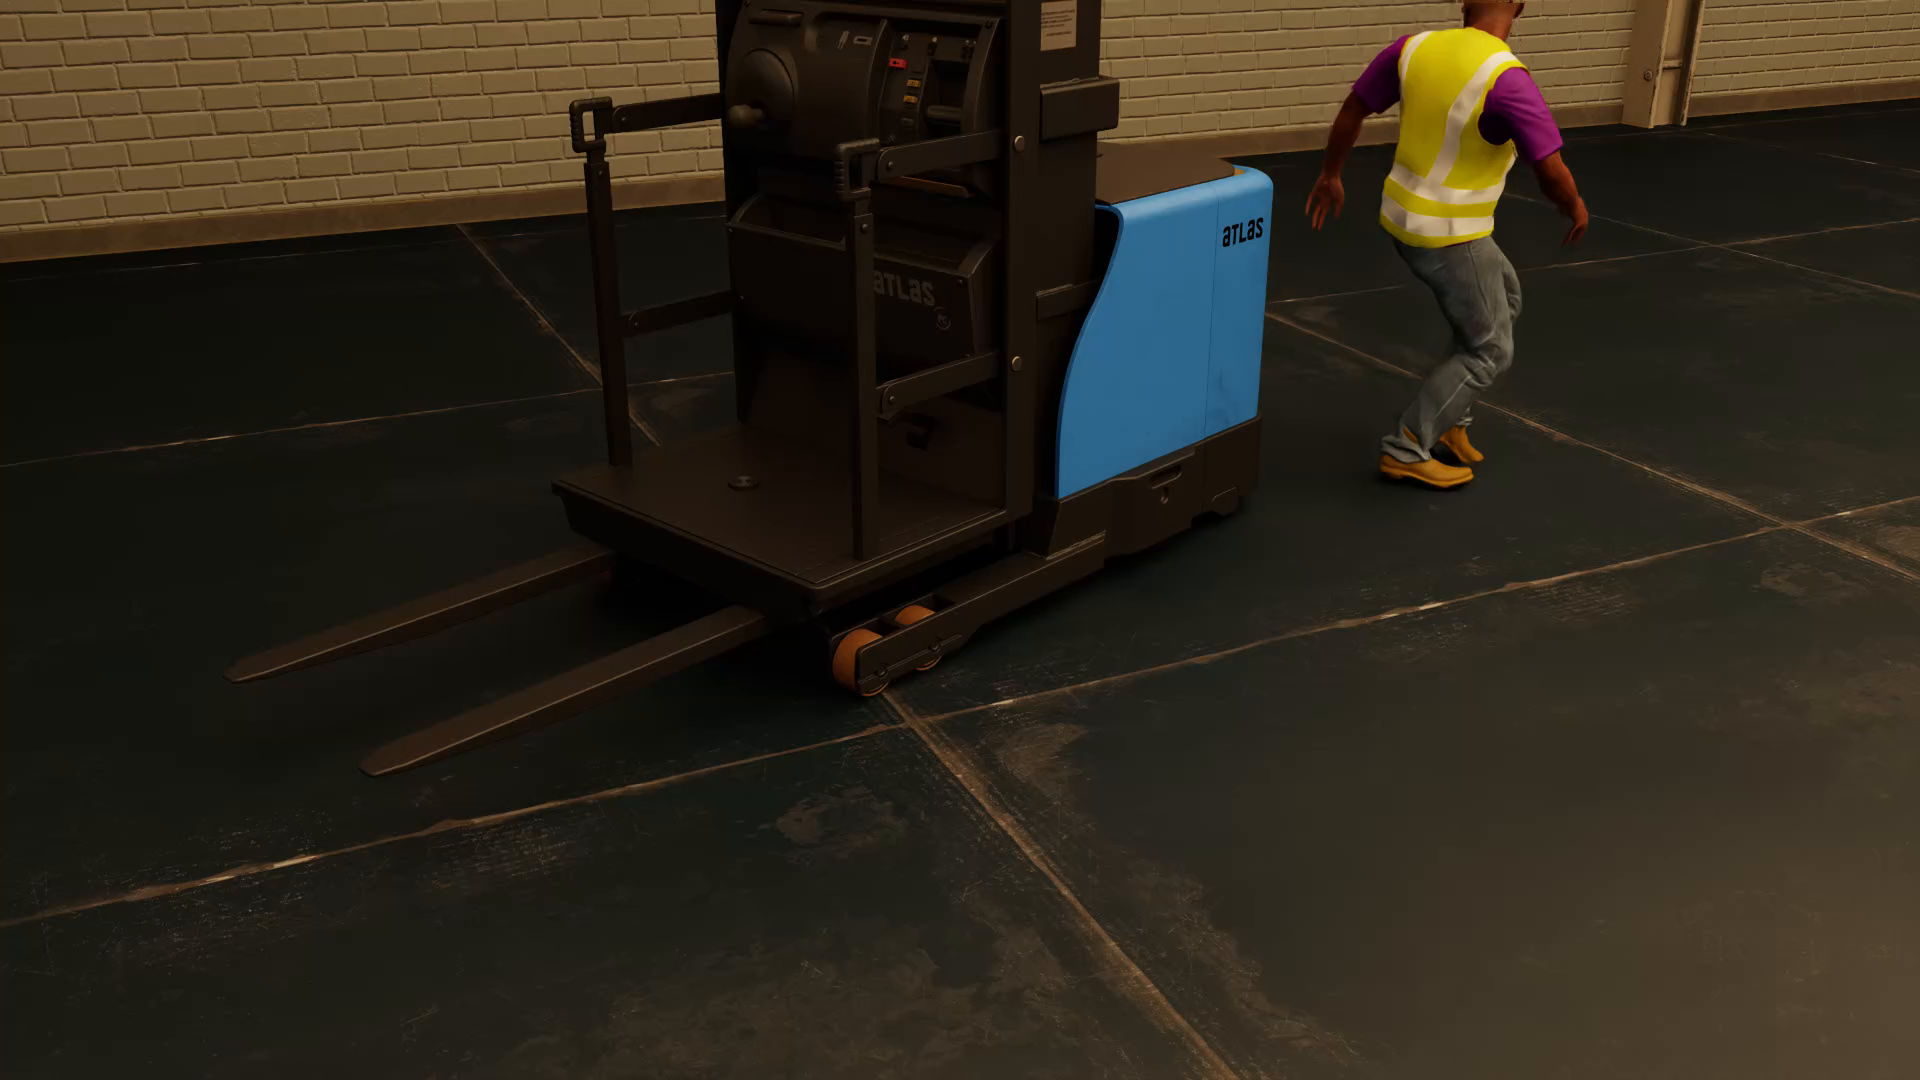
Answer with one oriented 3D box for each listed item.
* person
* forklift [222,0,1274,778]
[{"bbox_3d":[1.581,-0.990,5.339,0.789,1.741,0.708,-3,23,-7],"label":"person"},{"bbox_3d":[-0.413,-1.182,4.131,1.130,2.935,3.031,19,29,39],"label":"forklift"}]
